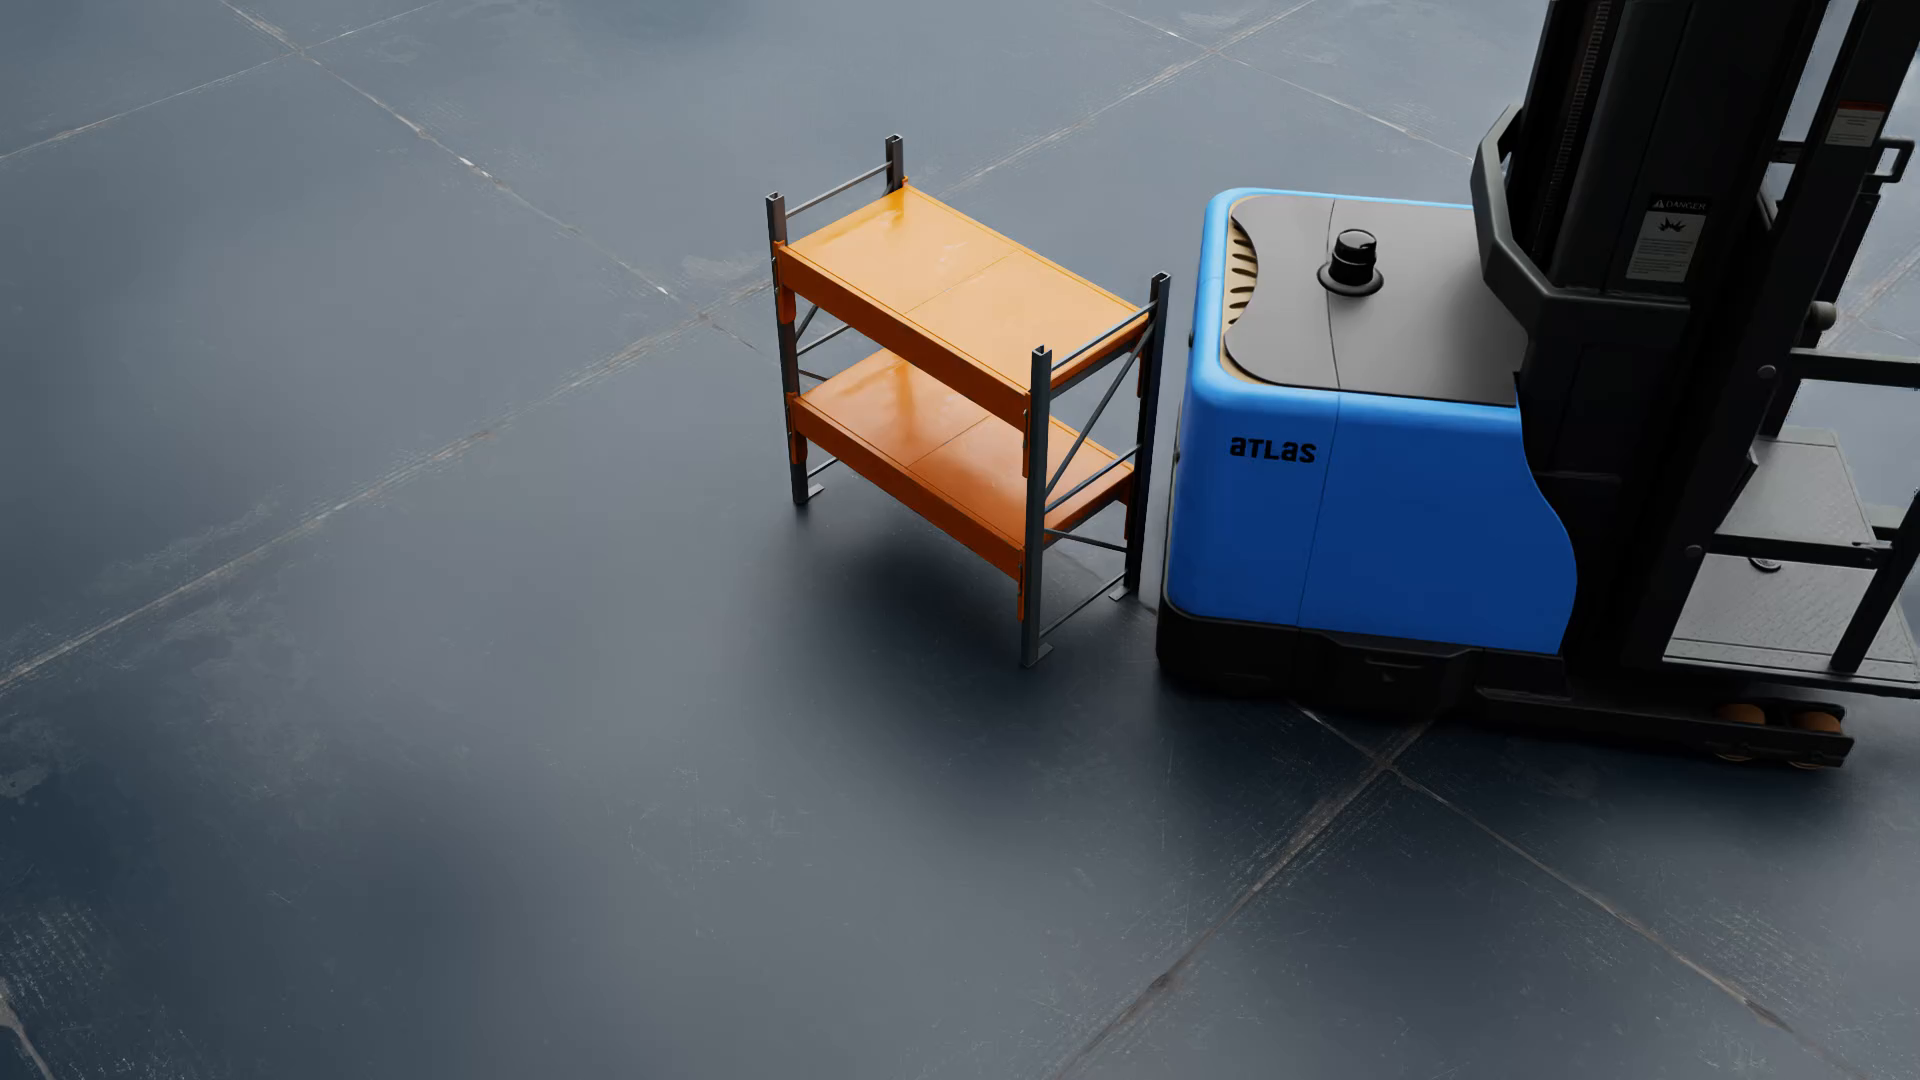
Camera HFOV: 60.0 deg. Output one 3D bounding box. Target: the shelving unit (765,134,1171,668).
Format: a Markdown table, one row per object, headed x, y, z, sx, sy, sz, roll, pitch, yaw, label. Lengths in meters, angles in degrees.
| x | y | z | sx | sy | sz | roll | pitch | yaw | label |
| --- | --- | --- | --- | --- | --- | --- | --- | --- | --- |
| 0.005 | -0.410 | 4.865 | 0.538 | 1.125 | 1.048 | -34 | 53 | -31 | shelving unit |

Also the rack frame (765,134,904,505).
| x | y | z | sx | sy | sz | roll | pitch | yaw | label |
| --- | --- | --- | --- | --- | --- | --- | --- | --- | --- |
| -0.354 | -0.654 | 5.129 | 0.500 | 1.125 | 0.032 | -34 | 53 | -31 | rack frame |

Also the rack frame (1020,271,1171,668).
| x | y | z | sx | sy | sz | roll | pitch | yaw | label |
| --- | --- | --- | --- | --- | --- | --- | --- | --- | --- |
| 0.364 | -0.166 | 4.600 | 0.500 | 1.125 | 0.032 | -34 | 53 | -31 | rack frame |

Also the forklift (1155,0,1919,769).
| x | y | z | sx | sy | sz | roll | pitch | yaw | label |
| --- | --- | --- | --- | --- | --- | --- | --- | --- | --- |
| 2.126 | -0.836 | 3.995 | 3.031 | 2.935 | 1.130 | 6 | 43 | 6 | forklift |

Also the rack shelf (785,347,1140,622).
| x | y | z | sx | sy | sz | roll | pitch | yaw | label |
| --- | --- | --- | --- | --- | --- | --- | --- | --- | --- |
| 0.005 | -0.230 | 5.031 | 0.538 | 0.278 | 1.000 | -34 | 53 | -31 | rack shelf |

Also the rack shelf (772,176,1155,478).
| x | y | z | sx | sy | sz | roll | pitch | yaw | label |
| --- | --- | --- | --- | --- | --- | --- | --- | --- | --- |
| 0.005 | -0.625 | 4.666 | 0.538 | 0.278 | 1.000 | -34 | 53 | -31 | rack shelf |
